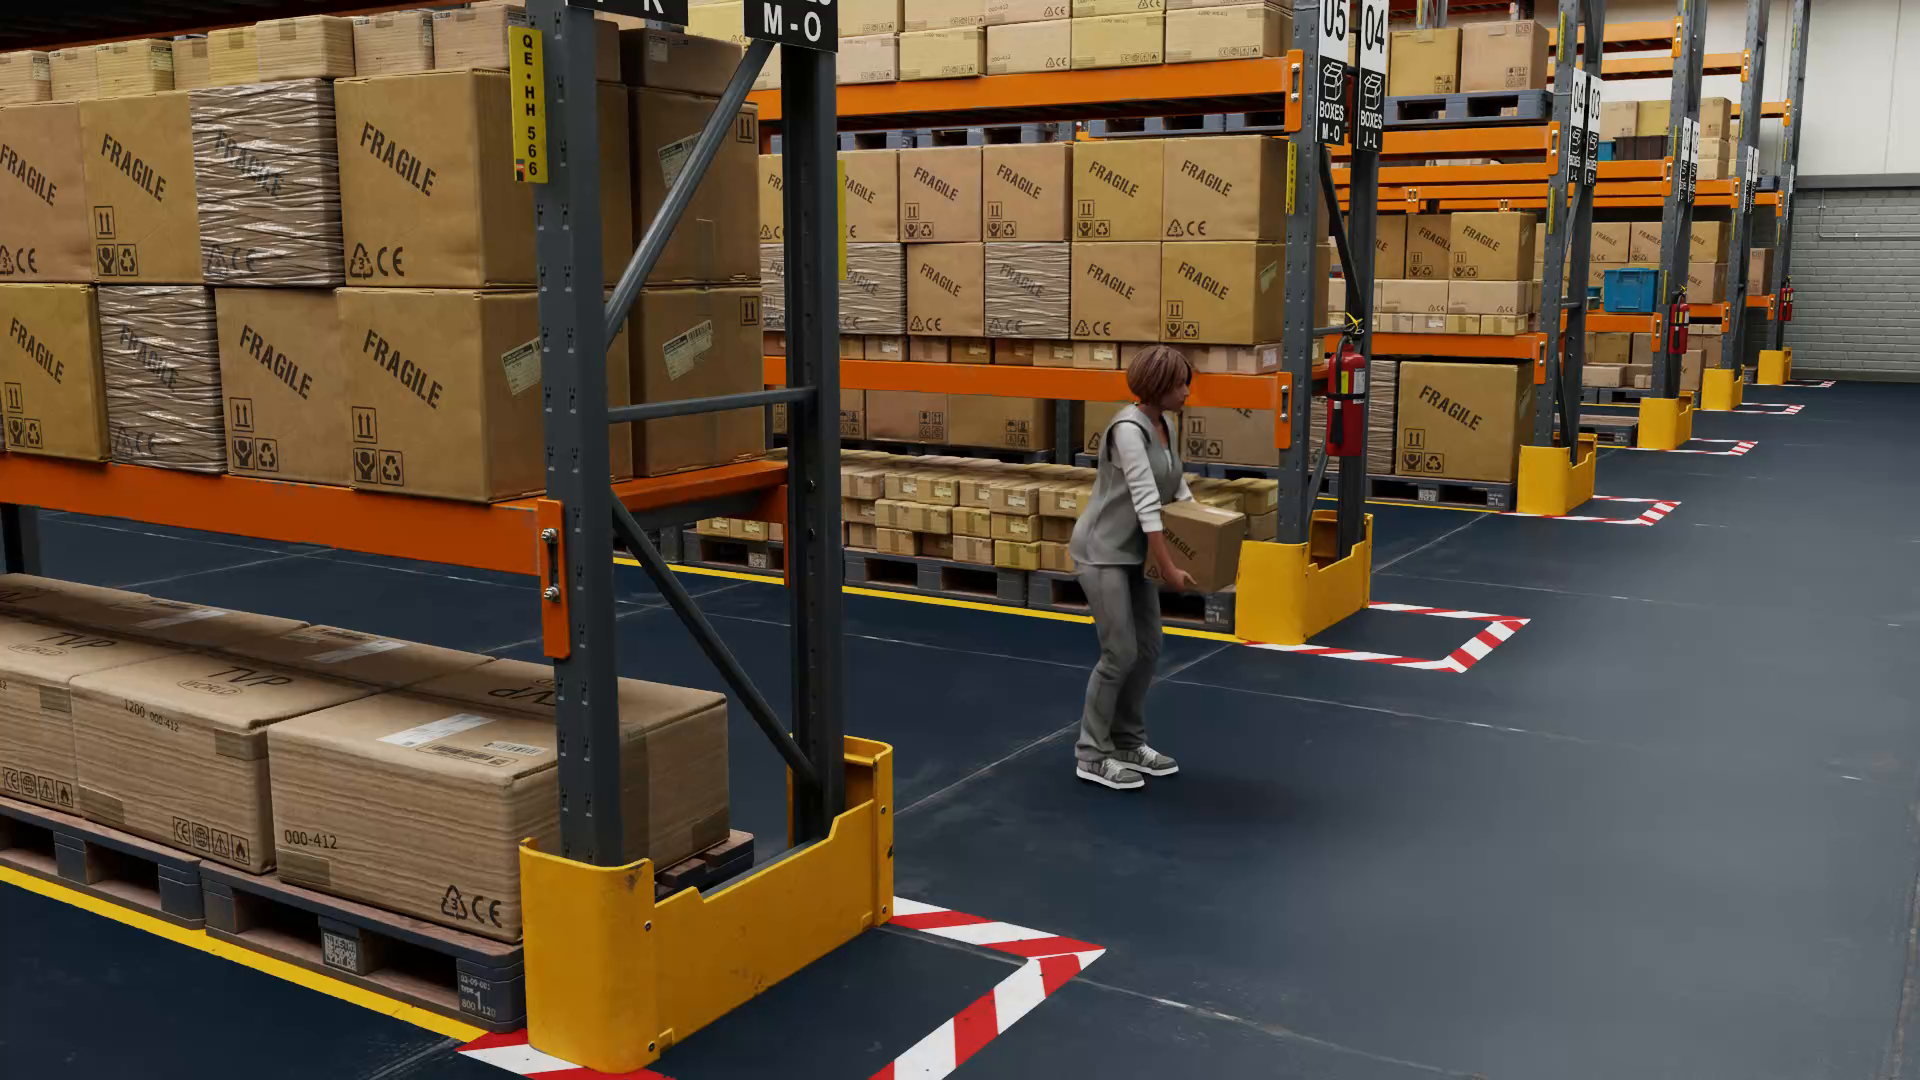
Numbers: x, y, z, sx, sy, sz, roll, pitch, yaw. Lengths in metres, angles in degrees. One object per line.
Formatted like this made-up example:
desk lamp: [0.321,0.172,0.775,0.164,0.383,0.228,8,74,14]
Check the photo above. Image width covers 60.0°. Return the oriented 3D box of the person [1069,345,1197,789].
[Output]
person: [0.653,0.097,5.933,0.527,1.576,0.373,6,11,30]
